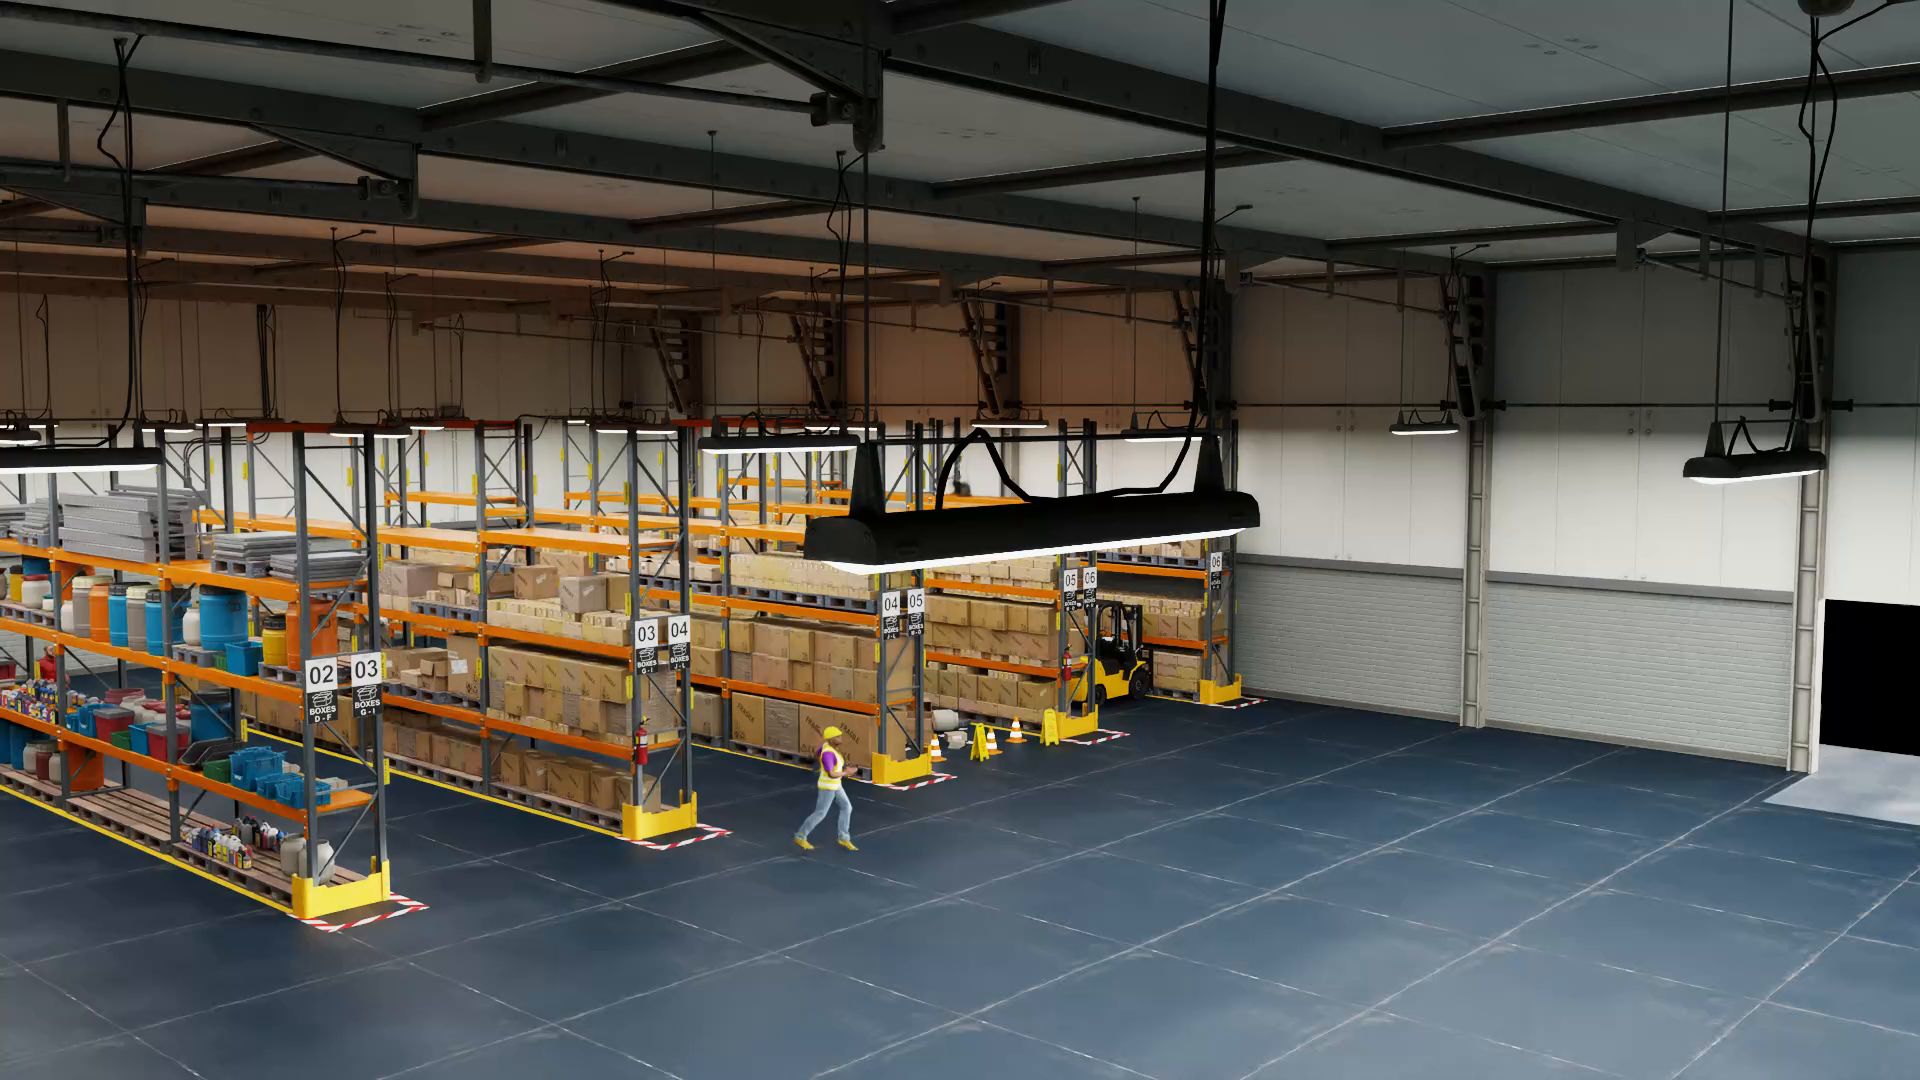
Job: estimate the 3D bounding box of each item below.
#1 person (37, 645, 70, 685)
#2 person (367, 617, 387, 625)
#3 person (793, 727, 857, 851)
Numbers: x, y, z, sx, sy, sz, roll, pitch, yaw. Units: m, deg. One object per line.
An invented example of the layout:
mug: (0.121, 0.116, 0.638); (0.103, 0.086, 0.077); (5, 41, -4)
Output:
person: (-17.568, 2.866, 32.195); (0.539, 1.684, 0.695); (3, 5, 29)
person: (-13.884, 2.296, 39.631); (0.679, 1.603, 0.792); (4, 6, 38)
person: (-1.889, 3.529, 23.523); (0.909, 1.811, 0.710); (0, 5, 4)
